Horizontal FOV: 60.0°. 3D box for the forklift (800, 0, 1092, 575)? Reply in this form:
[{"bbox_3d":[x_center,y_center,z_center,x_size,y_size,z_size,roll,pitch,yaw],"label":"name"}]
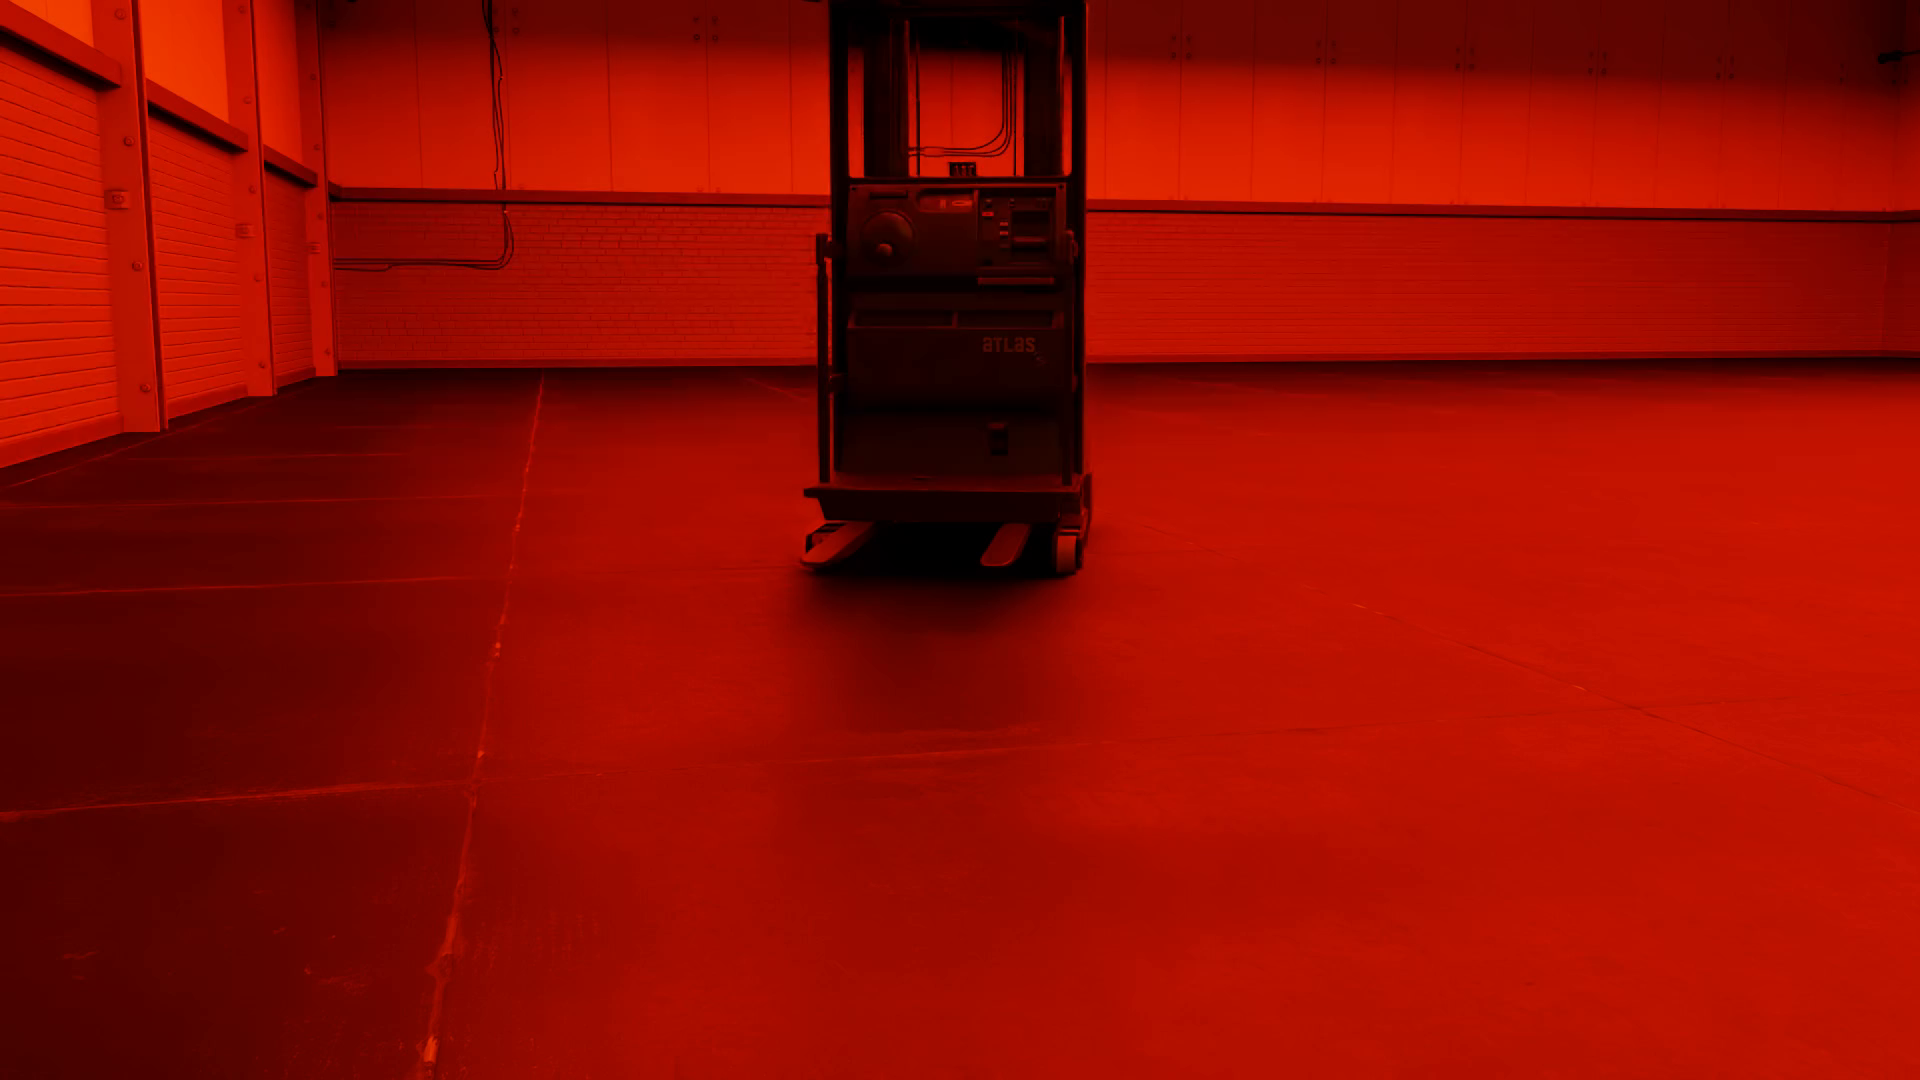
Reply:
[{"bbox_3d":[-0.035,-1.359,6.840,1.130,2.935,3.031,1,8,6],"label":"forklift"}]
